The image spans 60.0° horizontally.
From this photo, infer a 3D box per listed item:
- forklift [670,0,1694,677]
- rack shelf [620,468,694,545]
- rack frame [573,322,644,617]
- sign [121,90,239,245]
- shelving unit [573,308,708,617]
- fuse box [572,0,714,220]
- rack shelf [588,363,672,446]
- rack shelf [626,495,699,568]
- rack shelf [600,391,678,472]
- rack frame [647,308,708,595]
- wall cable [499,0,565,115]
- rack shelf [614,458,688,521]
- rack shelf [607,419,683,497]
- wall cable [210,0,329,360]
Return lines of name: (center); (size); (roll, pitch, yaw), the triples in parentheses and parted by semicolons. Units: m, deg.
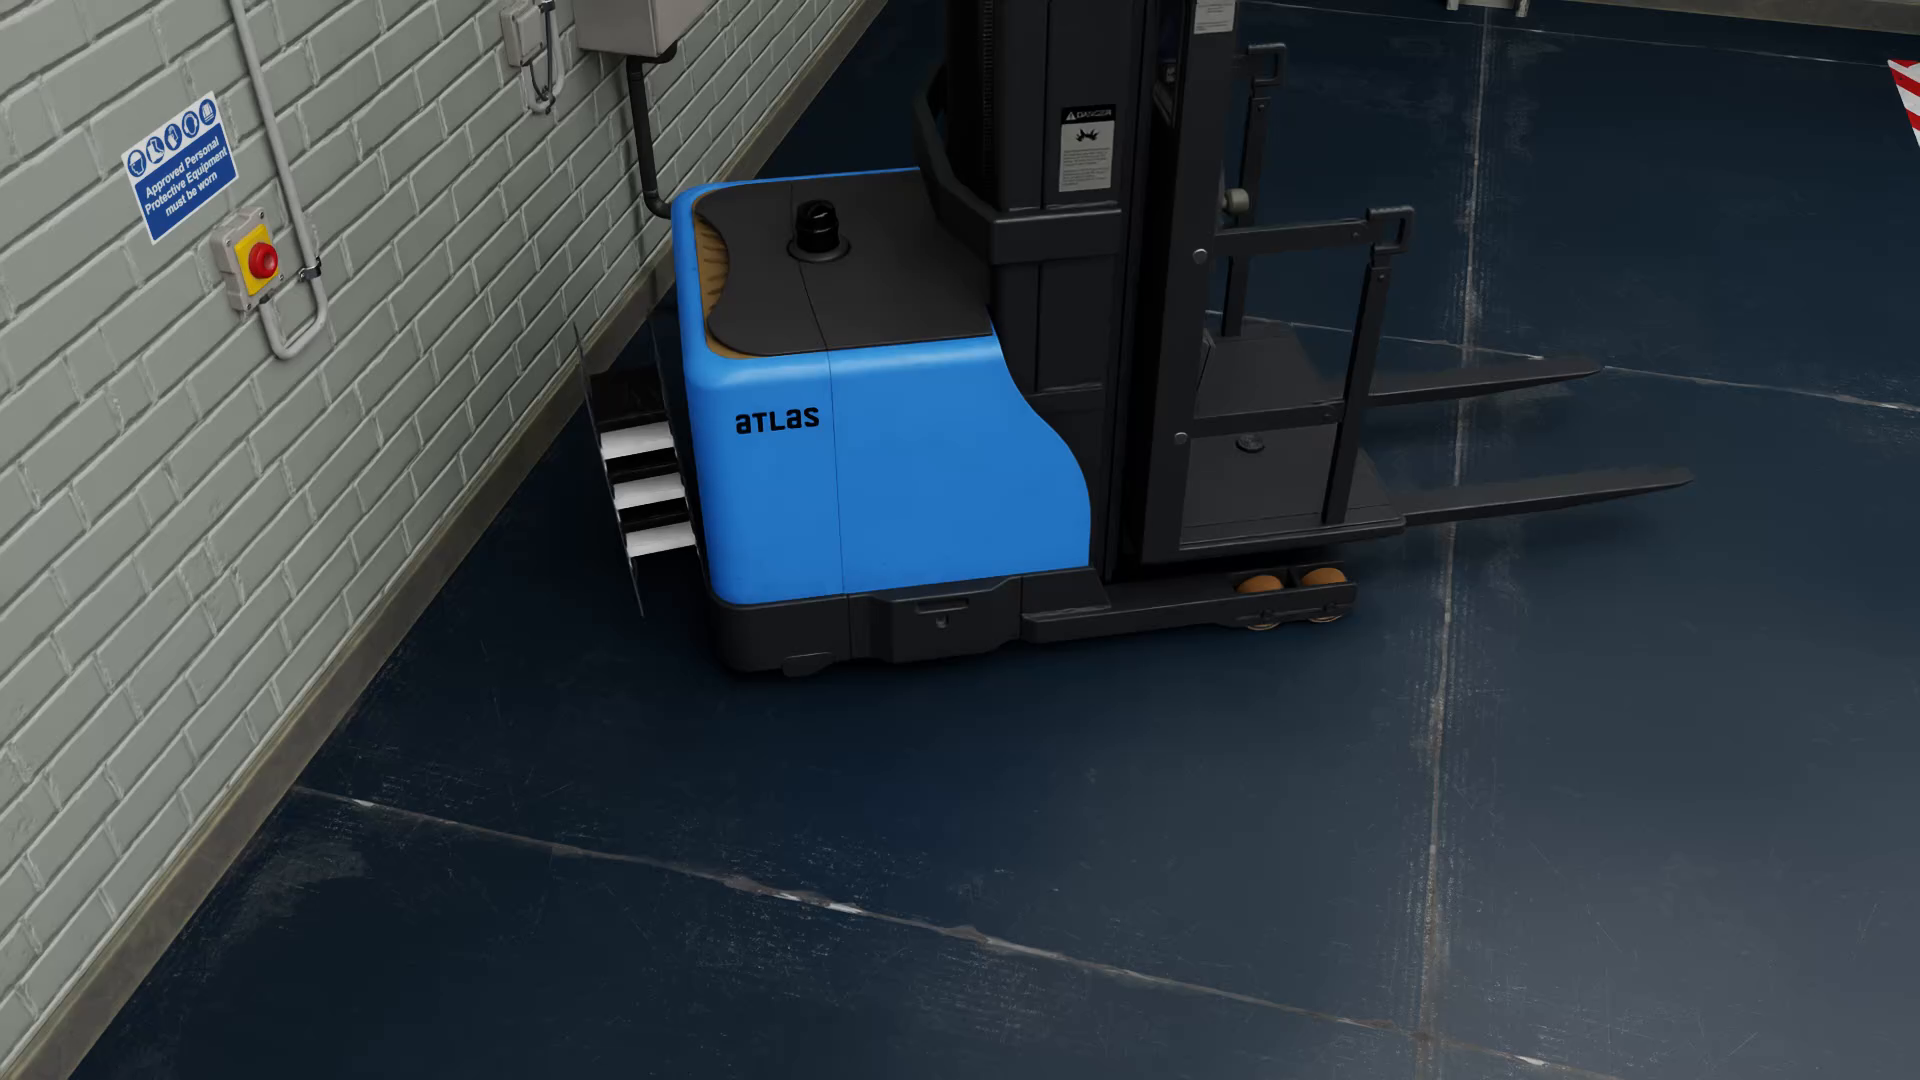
forklift: (0.719, -1.185, 4.382); (3.031, 2.935, 1.130); (-6, 40, -8)
rack shelf: (-0.898, -0.111, 4.865); (0.200, 0.077, 0.258); (-11, 41, -8)
rack frame: (-1.004, -0.185, 4.771); (0.006, 0.900, 0.240); (-11, 41, -8)
sign: (-1.727, -0.829, 3.695); (0.001, 0.218, 0.327); (10, 41, 11)
shelving unit: (-0.905, -0.205, 4.784); (0.210, 0.900, 0.258); (-11, 41, -8)
fuse box: (-0.971, -1.533, 5.745); (0.414, 1.711, 0.539); (10, 41, 11)
rack shelf: (-0.920, -0.383, 4.630); (0.200, 0.077, 0.258); (-11, 41, -8)
rack shelf: (-0.892, -0.044, 4.923); (0.200, 0.077, 0.258); (-11, 41, -8)
rack shelf: (-0.915, -0.315, 4.688); (0.200, 0.077, 0.258); (-11, 41, -8)
rack frame: (-0.807, -0.225, 4.798); (0.006, 0.900, 0.240); (-11, 41, -8)
wall cable: (-1.300, -2.018, 4.530); (0.122, 1.984, 0.588); (10, 41, 11)
rack shelf: (-0.903, -0.179, 4.806); (0.200, 0.077, 0.258); (-11, 41, -8)
rack shelf: (-0.909, -0.247, 4.747); (0.200, 0.077, 0.258); (-11, 41, -8)
wall cable: (-1.655, -1.147, 3.469); (0.123, 1.953, 0.585); (10, 41, 11)
